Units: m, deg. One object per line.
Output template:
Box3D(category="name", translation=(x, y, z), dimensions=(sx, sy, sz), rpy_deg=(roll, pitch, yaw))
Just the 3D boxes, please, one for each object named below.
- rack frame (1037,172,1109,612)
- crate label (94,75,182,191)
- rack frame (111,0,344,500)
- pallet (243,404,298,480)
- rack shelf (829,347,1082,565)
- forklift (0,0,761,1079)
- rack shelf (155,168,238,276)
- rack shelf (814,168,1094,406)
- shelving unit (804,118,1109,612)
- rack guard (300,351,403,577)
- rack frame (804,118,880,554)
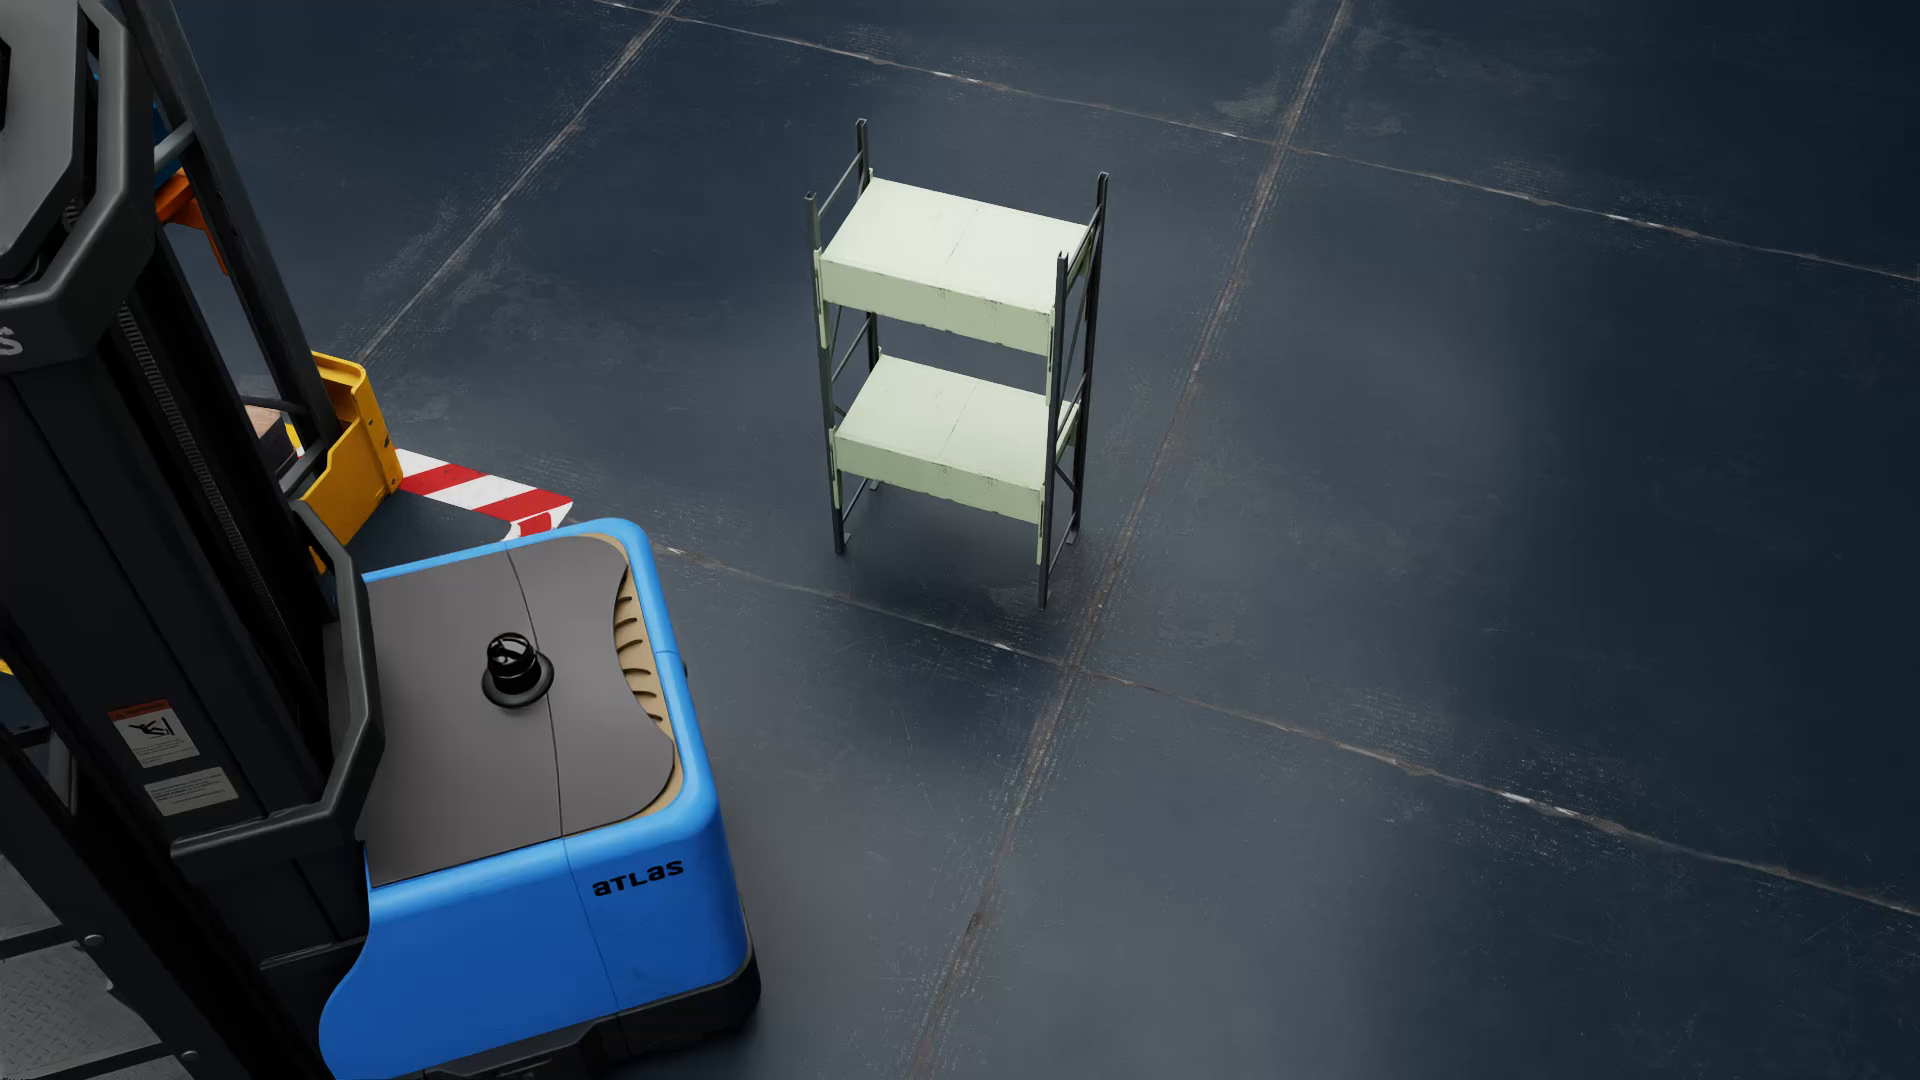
Box3D(category="rack frame", translation=(0.337, -0.397, 5.102), dimensions=(0.023, 1.500, 0.400), rpy_deg=(16, 51, 13))
Box3D(category="crate label", translation=(-2.479, -1.122, 4.808), dimensions=(0.303, 0.233, 0.416), rpy_deg=(16, 51, 13))
Box3D(category="rack frame", translation=(-2.361, -0.859, 4.509), dimensions=(0.127, 3.000, 1.000), rpy_deg=(16, 51, 13))
Box3D(category="pallet", translation=(-3.122, -0.189, 5.774), dimensions=(1.213, 0.211, 1.003), rpy_deg=(16, 51, 13))
Box3D(category="rack shelf", translation=(-0.006, -0.279, 5.431), dimensions=(0.720, 0.370, 0.431), rpy_deg=(16, 51, 13))
Box3D(category="forklift", translation=(-2.123, 0.360, 3.499), dimensions=(3.031, 2.935, 1.130), rpy_deg=(-14, 51, -12))
Box3D(category="rack shelf", translation=(-4.238, -1.147, 5.235), dimensions=(4.000, 0.370, 1.077), rpy_deg=(16, 51, 13))
Box3D(category="rack shelf", translation=(-0.006, -0.749, 4.890), dimensions=(0.720, 0.370, 0.431), rpy_deg=(16, 51, 13))
Box3D(category="shelving unit", translation=(-0.006, -0.493, 5.185), dimensions=(0.755, 1.500, 0.431), rpy_deg=(16, 51, 13))
Box3D(category="rack guard", translation=(-2.334, -0.043, 5.457), dimensions=(0.348, 0.500, 1.175), rpy_deg=(16, 51, 13))
Box3D(category="rack frame", translation=(-0.350, -0.589, 5.268), dimensions=(0.023, 1.500, 0.400), rpy_deg=(16, 51, 13))
